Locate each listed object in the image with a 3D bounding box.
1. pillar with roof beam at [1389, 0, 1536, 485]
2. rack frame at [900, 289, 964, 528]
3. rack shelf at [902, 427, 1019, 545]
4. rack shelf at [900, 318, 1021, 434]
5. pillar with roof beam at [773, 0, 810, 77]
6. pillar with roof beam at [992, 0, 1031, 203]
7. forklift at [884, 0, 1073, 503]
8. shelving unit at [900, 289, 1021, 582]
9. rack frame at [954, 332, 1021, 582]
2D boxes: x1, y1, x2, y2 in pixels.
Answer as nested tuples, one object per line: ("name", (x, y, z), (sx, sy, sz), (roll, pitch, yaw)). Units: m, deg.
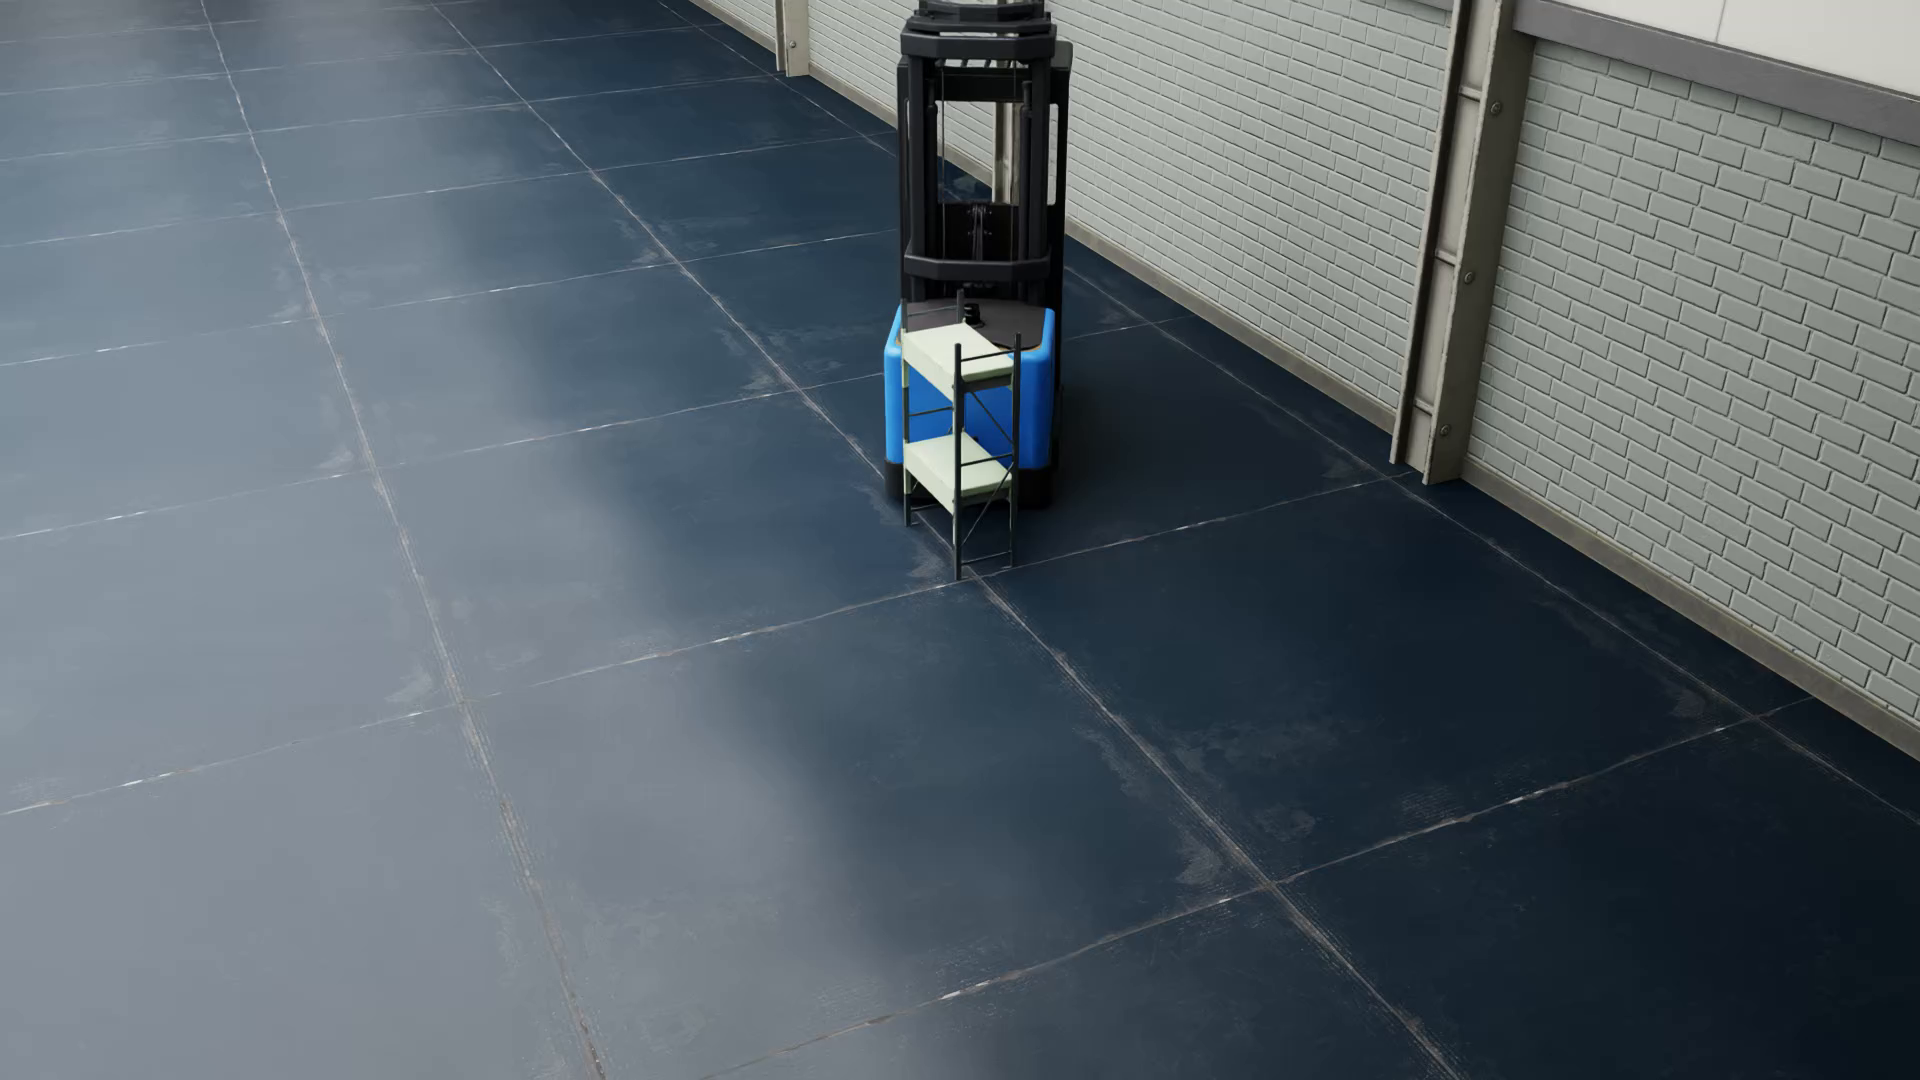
("pillar with roof beam", (-0.785, -3.497, 7.259), (9.100, 9.000, 0.400), (-13, 32, -22))
("rack frame", (-0.161, -0.778, 10.077), (0.400, 1.500, 0.023), (-13, 32, -22))
("rack shelf", (-0.004, -0.332, 9.948), (0.431, 0.370, 0.720), (-13, 32, -22))
("rack shelf", (-0.004, -0.957, 9.598), (0.431, 0.370, 0.720), (-13, 32, -22))
("pillar with roof beam", (-5.936, -8.798, 16.712), (9.100, 9.000, 0.400), (-13, 32, -22))
("pillar with roof beam", (-3.360, -6.148, 11.985), (9.100, 9.000, 0.400), (-13, 32, -22))
("forklift", (0.168, -2.203, 11.154), (1.130, 2.935, 3.031), (2, 29, 4))
("shelving unit", (-0.004, -0.616, 9.789), (0.431, 1.500, 0.755), (-13, 32, -22))
("rack frame", (0.153, -0.455, 9.500), (0.400, 1.500, 0.023), (-13, 32, -22))
